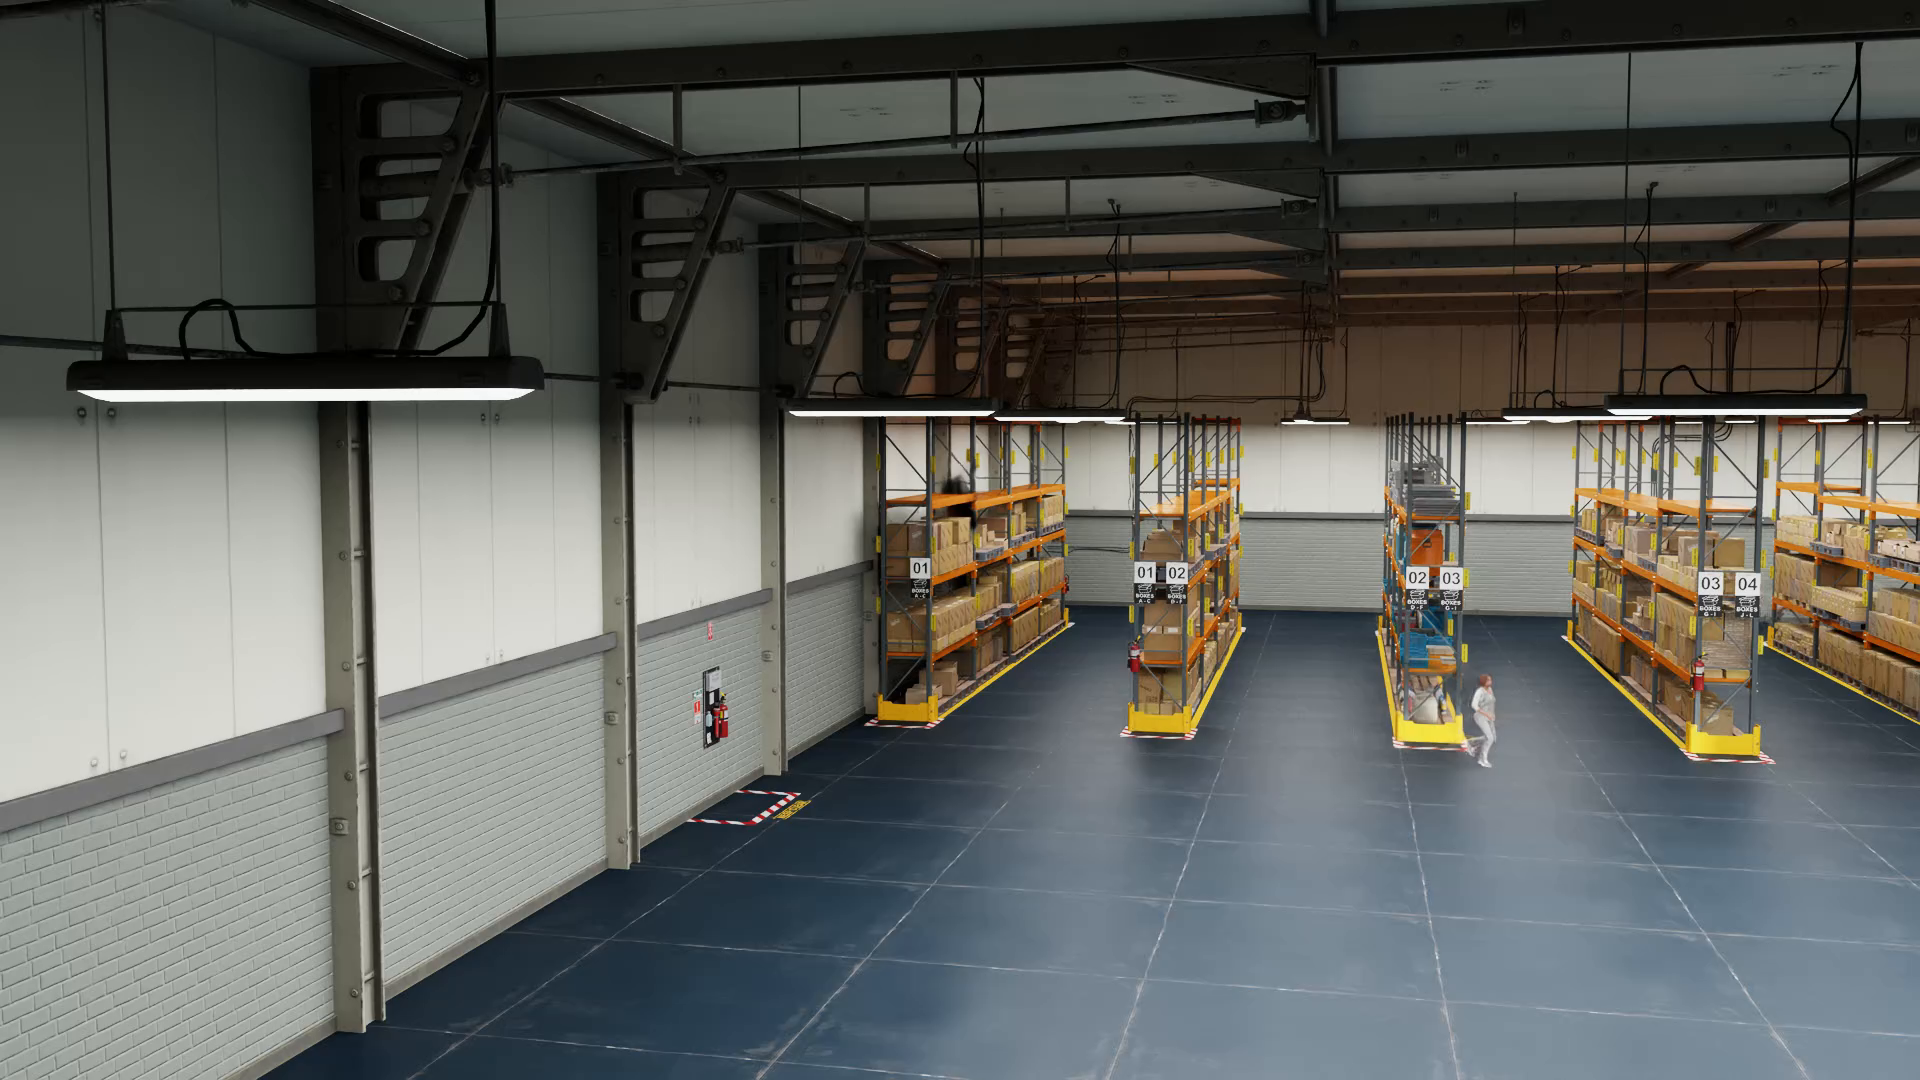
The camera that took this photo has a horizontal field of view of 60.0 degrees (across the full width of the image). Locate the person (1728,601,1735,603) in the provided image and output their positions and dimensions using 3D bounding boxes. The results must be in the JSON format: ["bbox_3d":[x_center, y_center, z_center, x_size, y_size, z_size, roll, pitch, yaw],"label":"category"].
[{"bbox_3d":[20.366,1.954,44.090,0.741,1.621,0.640,-3,5,-37],"label":"person"}]

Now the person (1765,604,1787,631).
[{"bbox_3d":[22.096,1.860,44.869,0.640,1.660,0.776,3,5,35],"label":"person"}]

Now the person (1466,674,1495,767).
[{"bbox_3d":[8.848,3.076,28.220,0.584,1.515,0.594,-4,5,-42],"label":"person"}]
